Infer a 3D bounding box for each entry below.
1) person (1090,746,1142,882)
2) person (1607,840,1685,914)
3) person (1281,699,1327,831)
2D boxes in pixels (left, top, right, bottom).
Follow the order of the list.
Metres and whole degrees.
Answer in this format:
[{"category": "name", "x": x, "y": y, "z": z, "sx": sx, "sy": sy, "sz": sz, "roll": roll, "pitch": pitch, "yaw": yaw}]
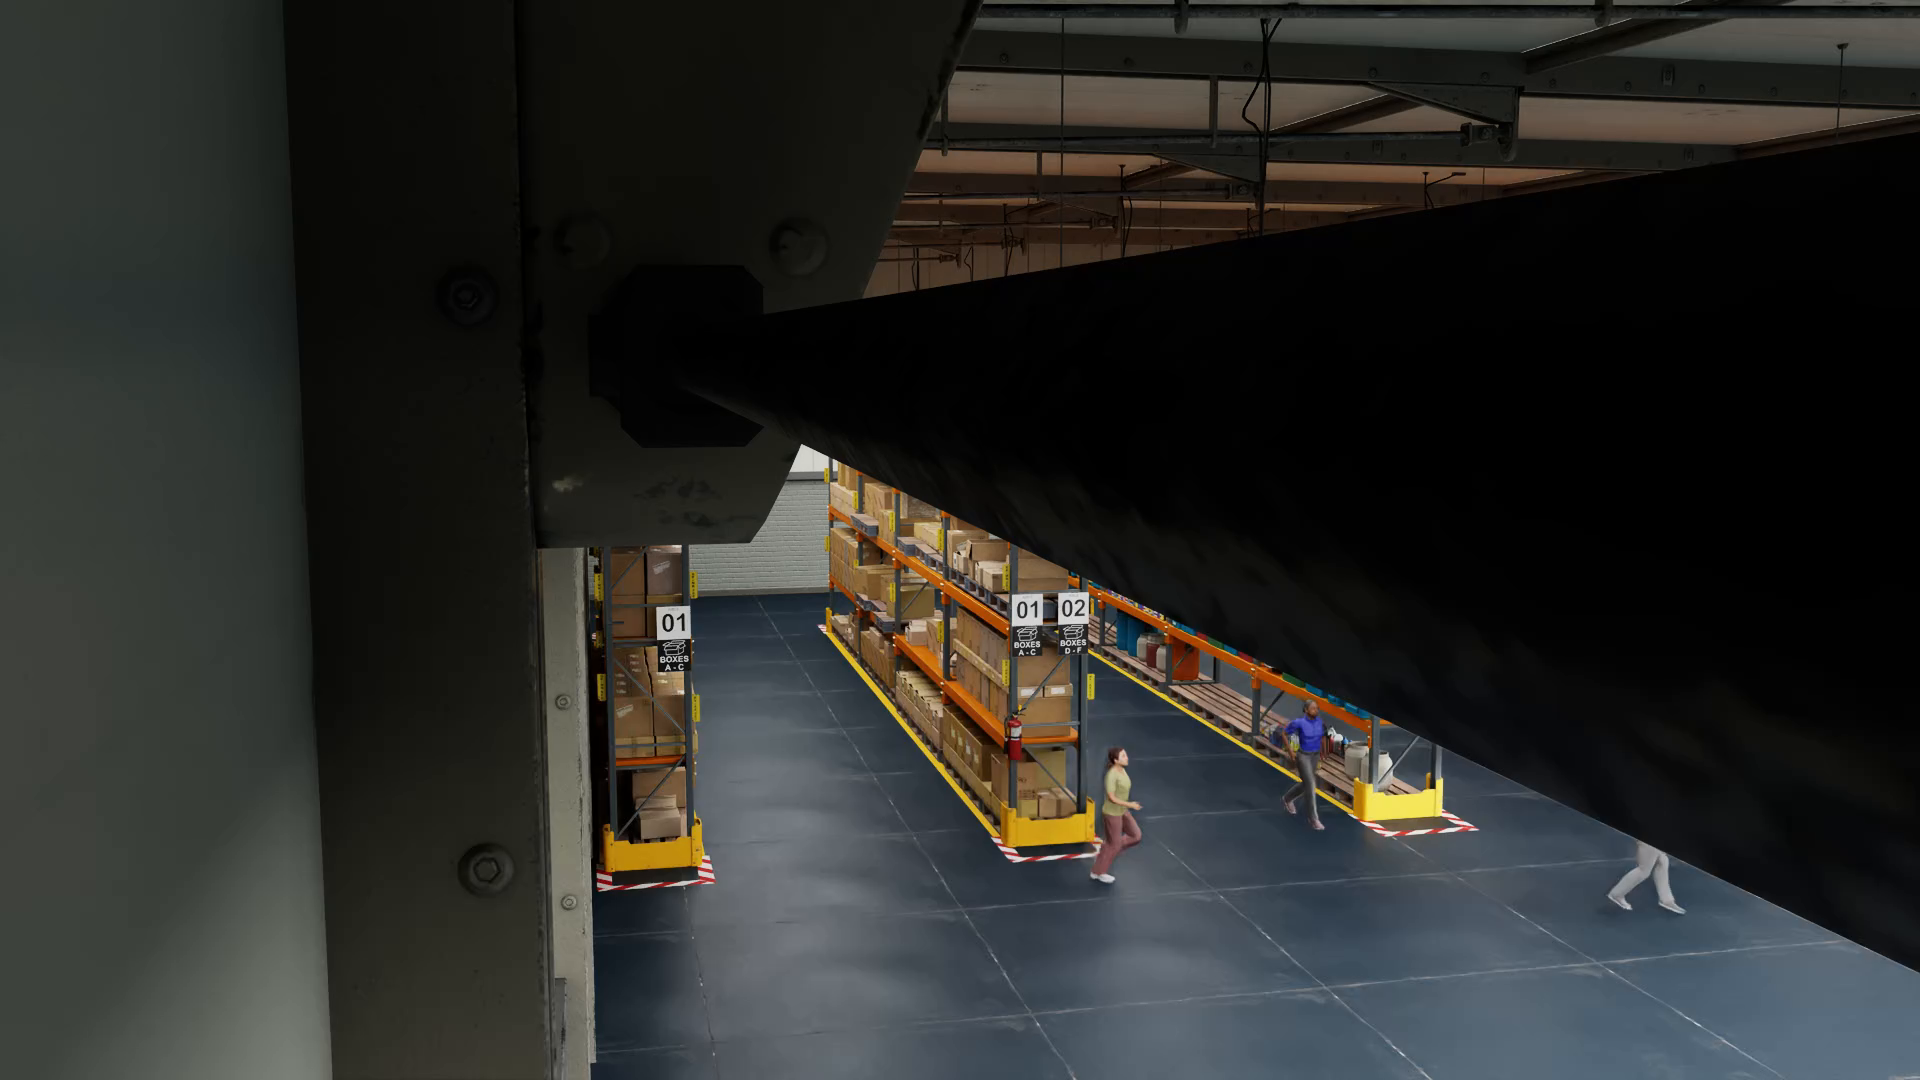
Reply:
[{"category": "person", "x": 1.860, "y": 3.212, "z": 19.558, "sx": 0.632, "sy": 1.626, "sz": 0.609, "roll": 3, "pitch": 7, "yaw": 24}, {"category": "person", "x": 7.619, "y": 3.291, "z": 18.370, "sx": 0.850, "sy": 1.719, "sz": 0.570, "roll": 1, "pitch": 7, "yaw": 11}, {"category": "person", "x": 4.564, "y": 2.926, "z": 21.959, "sx": 0.587, "sy": 1.695, "sz": 0.873, "roll": -4, "pitch": 8, "yaw": -31}]
